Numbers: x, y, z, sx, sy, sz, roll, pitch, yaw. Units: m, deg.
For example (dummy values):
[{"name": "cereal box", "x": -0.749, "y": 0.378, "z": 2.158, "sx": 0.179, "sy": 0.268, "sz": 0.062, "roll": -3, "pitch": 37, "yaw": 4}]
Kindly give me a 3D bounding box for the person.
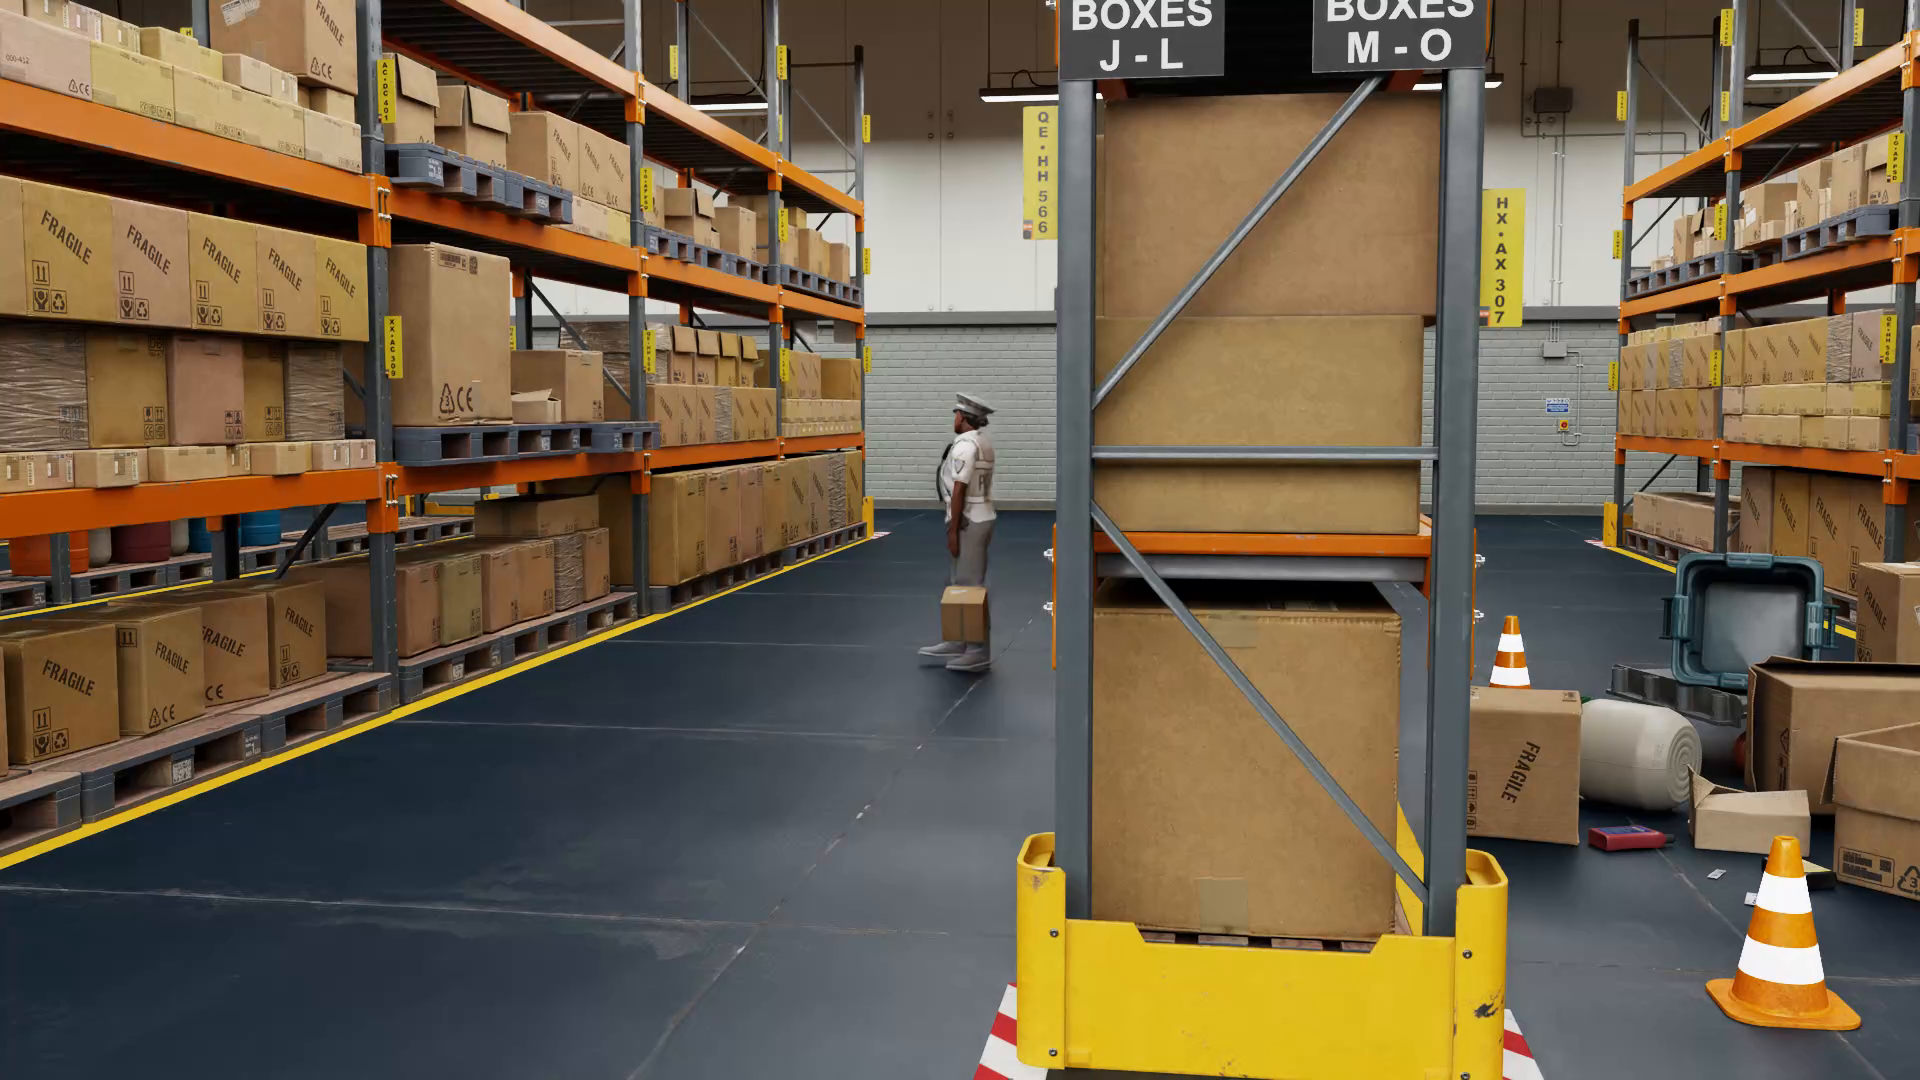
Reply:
[{"name": "person", "x": -0.027, "y": -0.064, "z": 10.301, "sx": 0.499, "sy": 1.690, "sz": 0.487, "roll": 1, "pitch": 5, "yaw": 13}]
